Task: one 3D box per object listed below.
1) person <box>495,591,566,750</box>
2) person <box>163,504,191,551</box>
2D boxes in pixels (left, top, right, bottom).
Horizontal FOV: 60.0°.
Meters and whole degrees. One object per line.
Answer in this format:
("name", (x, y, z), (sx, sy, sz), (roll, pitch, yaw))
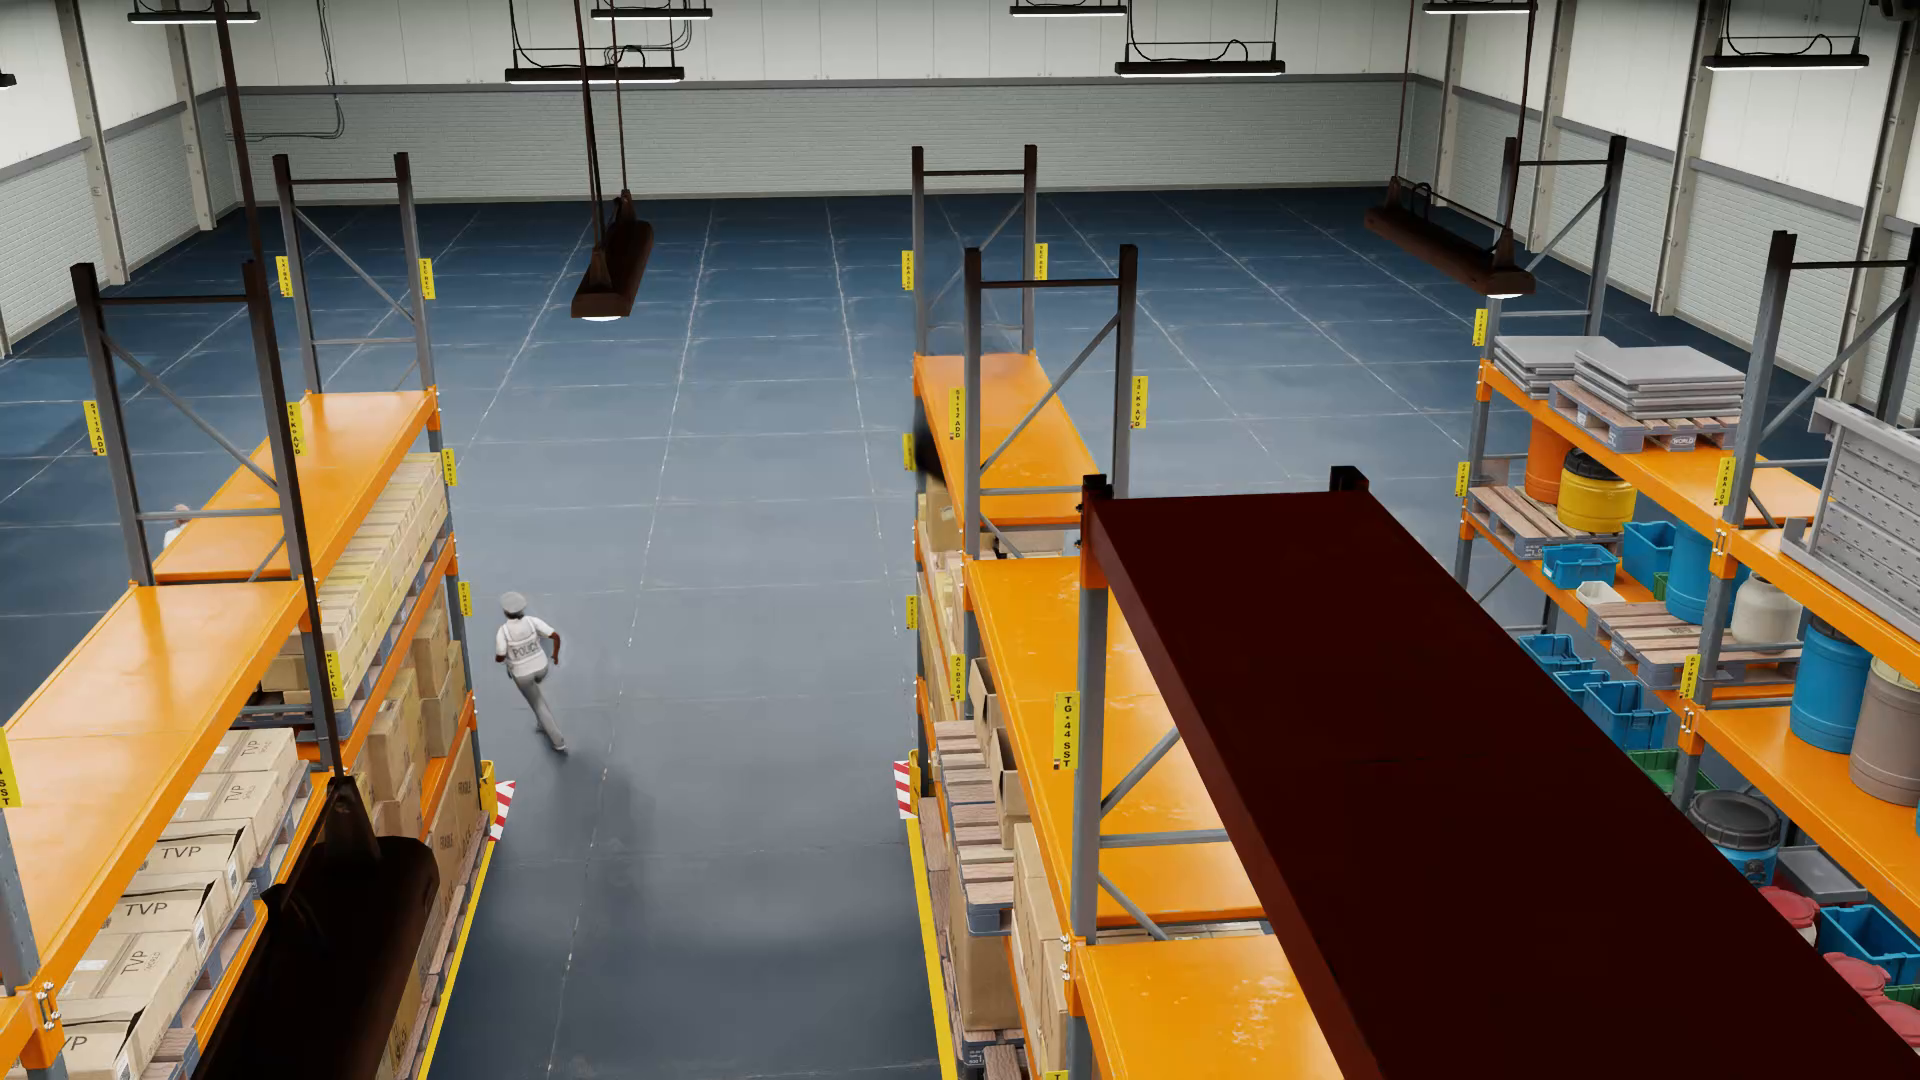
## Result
("person", (-4.192, 1.288, 16.144), (0.590, 1.682, 0.700), (-19, 29, -40))
("person", (-8.206, 0.579, 18.032), (1.019, 1.727, 0.733), (19, 29, 40))
